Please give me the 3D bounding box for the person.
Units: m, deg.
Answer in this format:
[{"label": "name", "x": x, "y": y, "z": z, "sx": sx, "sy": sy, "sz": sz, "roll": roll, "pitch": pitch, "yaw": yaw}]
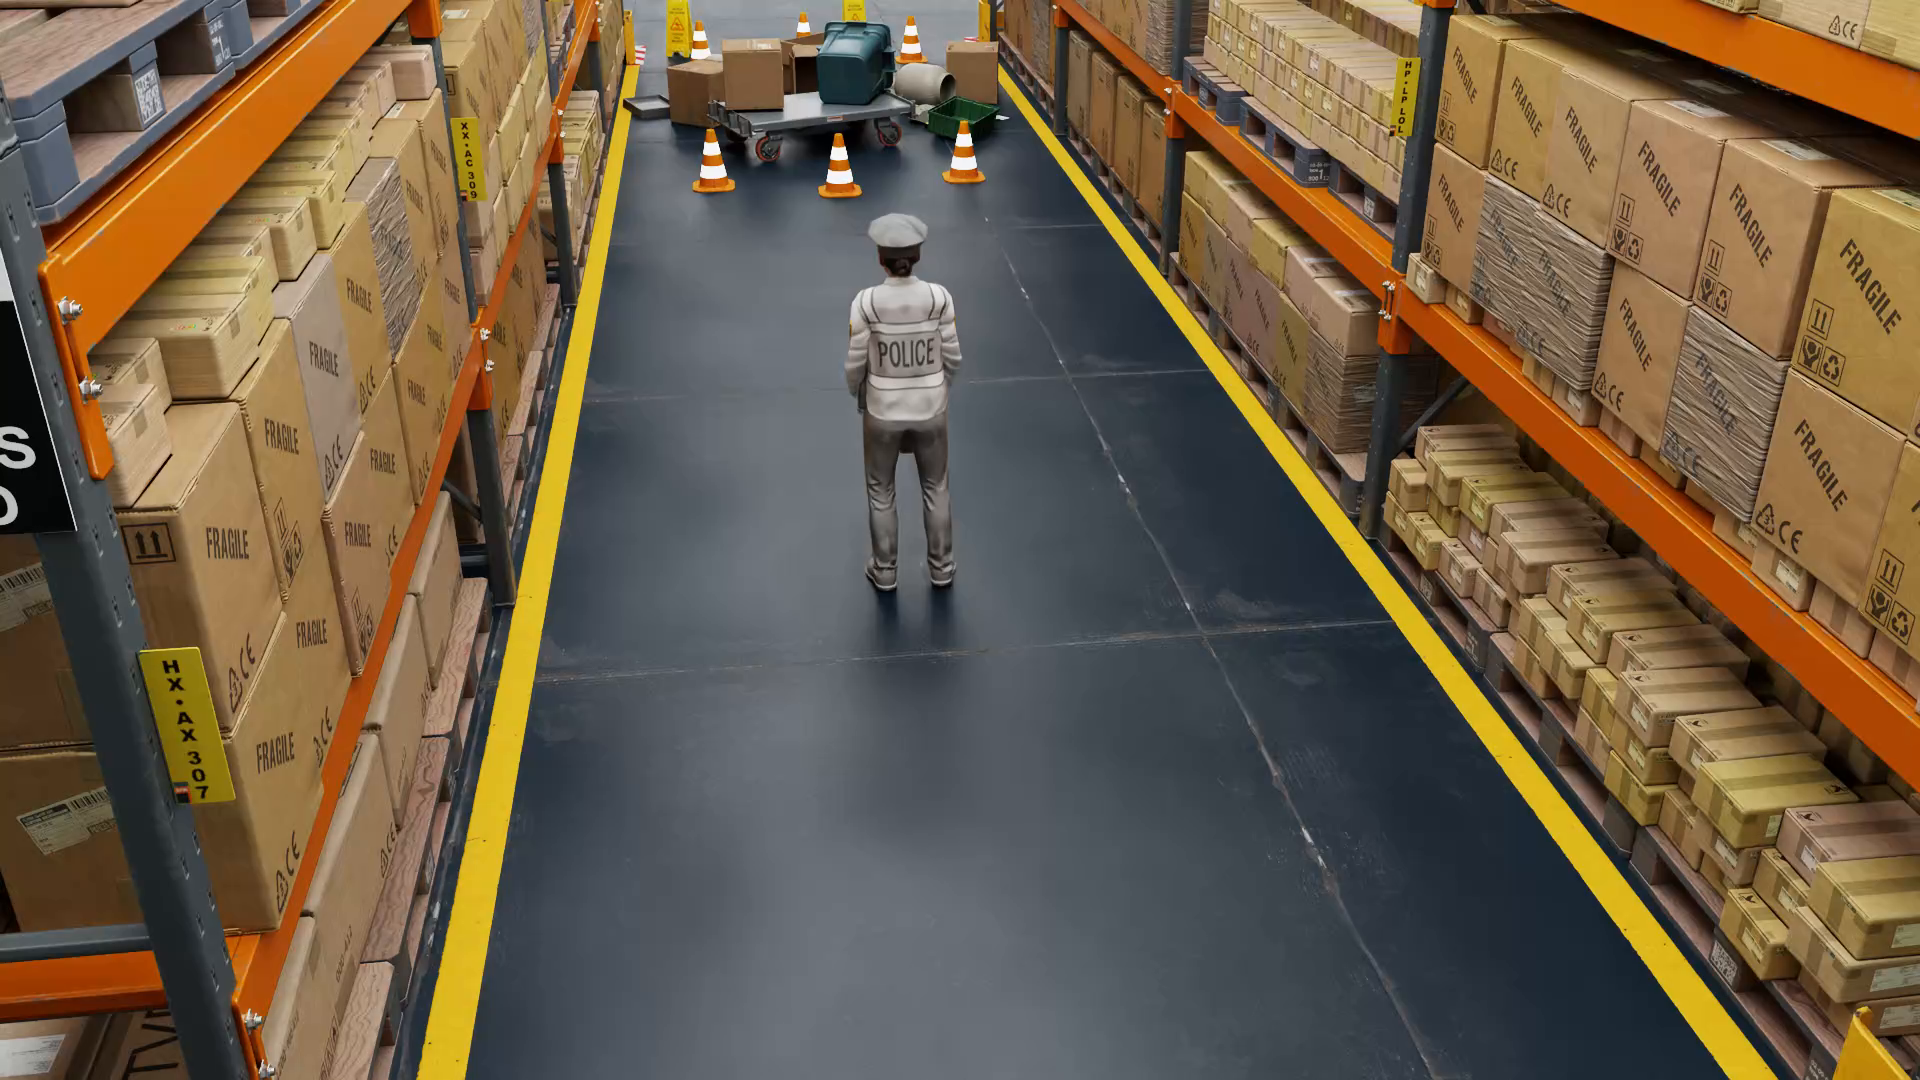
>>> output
[{"label": "person", "x": -0.245, "y": -0.568, "z": 7.195, "sx": 0.502, "sy": 1.680, "sz": 0.385, "roll": -4, "pitch": 28, "yaw": -8}]
